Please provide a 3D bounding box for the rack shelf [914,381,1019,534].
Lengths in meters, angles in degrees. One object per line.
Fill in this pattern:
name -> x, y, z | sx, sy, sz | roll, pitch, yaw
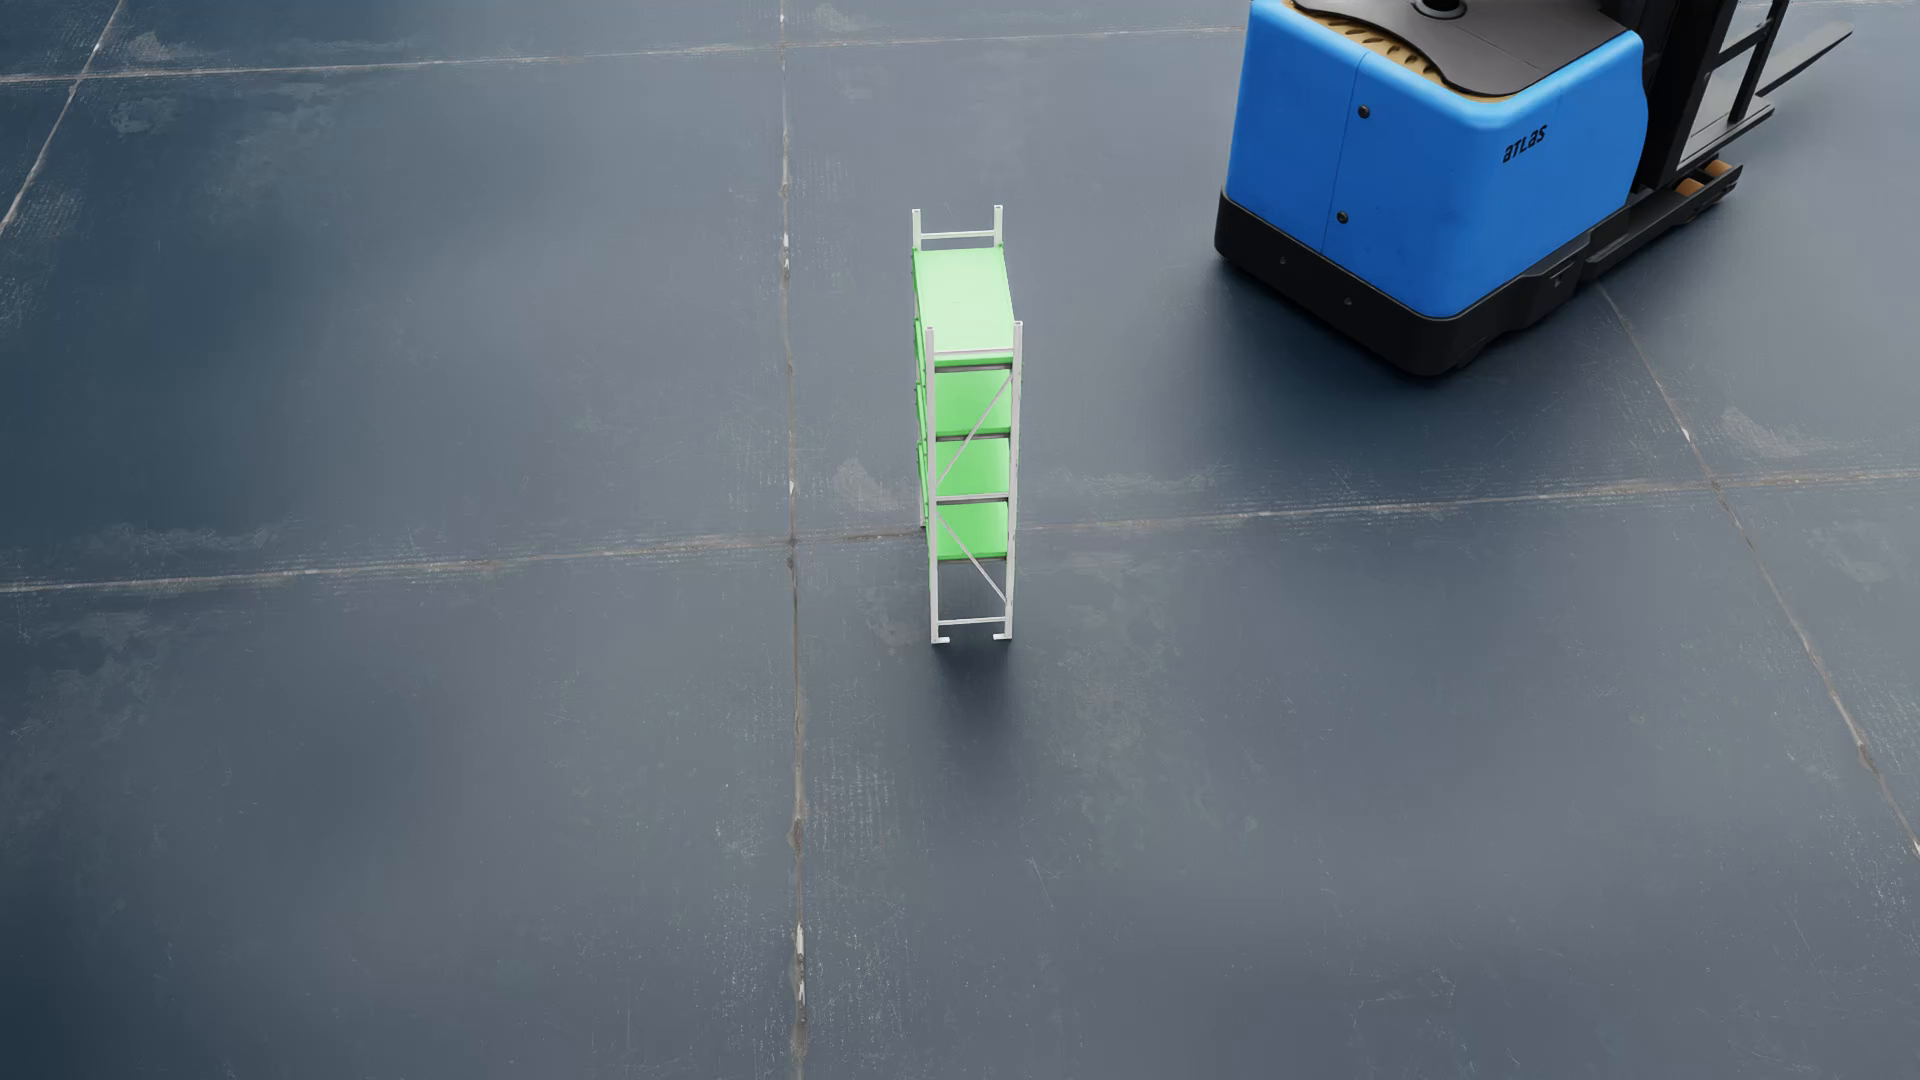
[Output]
rack shelf -> 0.014, -0.249, 4.747 | 0.258, 0.148, 0.480 | -3, 47, -3

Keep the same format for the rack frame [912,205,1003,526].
rack frame -> -0.007, -0.469, 4.868 | 0.240, 1.200, 0.015 | -3, 47, -3

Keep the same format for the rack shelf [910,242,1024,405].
rack shelf -> 0.014, -0.579, 4.399 | 0.258, 0.148, 0.480 | -3, 47, -3

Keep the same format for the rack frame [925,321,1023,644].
rack frame -> 0.034, -0.116, 4.534 | 0.240, 1.200, 0.015 | -3, 47, -3

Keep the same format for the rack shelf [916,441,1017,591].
rack shelf -> 0.014, -0.084, 4.922 | 0.258, 0.148, 0.480 | -3, 47, -3

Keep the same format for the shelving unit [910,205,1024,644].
shelving unit -> 0.014, -0.293, 4.701 | 0.258, 1.200, 0.503 | -3, 47, -3

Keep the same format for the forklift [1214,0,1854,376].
forklift -> 2.395, -2.490, 5.590 | 3.031, 2.935, 1.130 | -32, 54, -26

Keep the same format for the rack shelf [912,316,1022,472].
rack shelf -> 0.014, -0.414, 4.573 | 0.258, 0.148, 0.480 | -3, 47, -3
